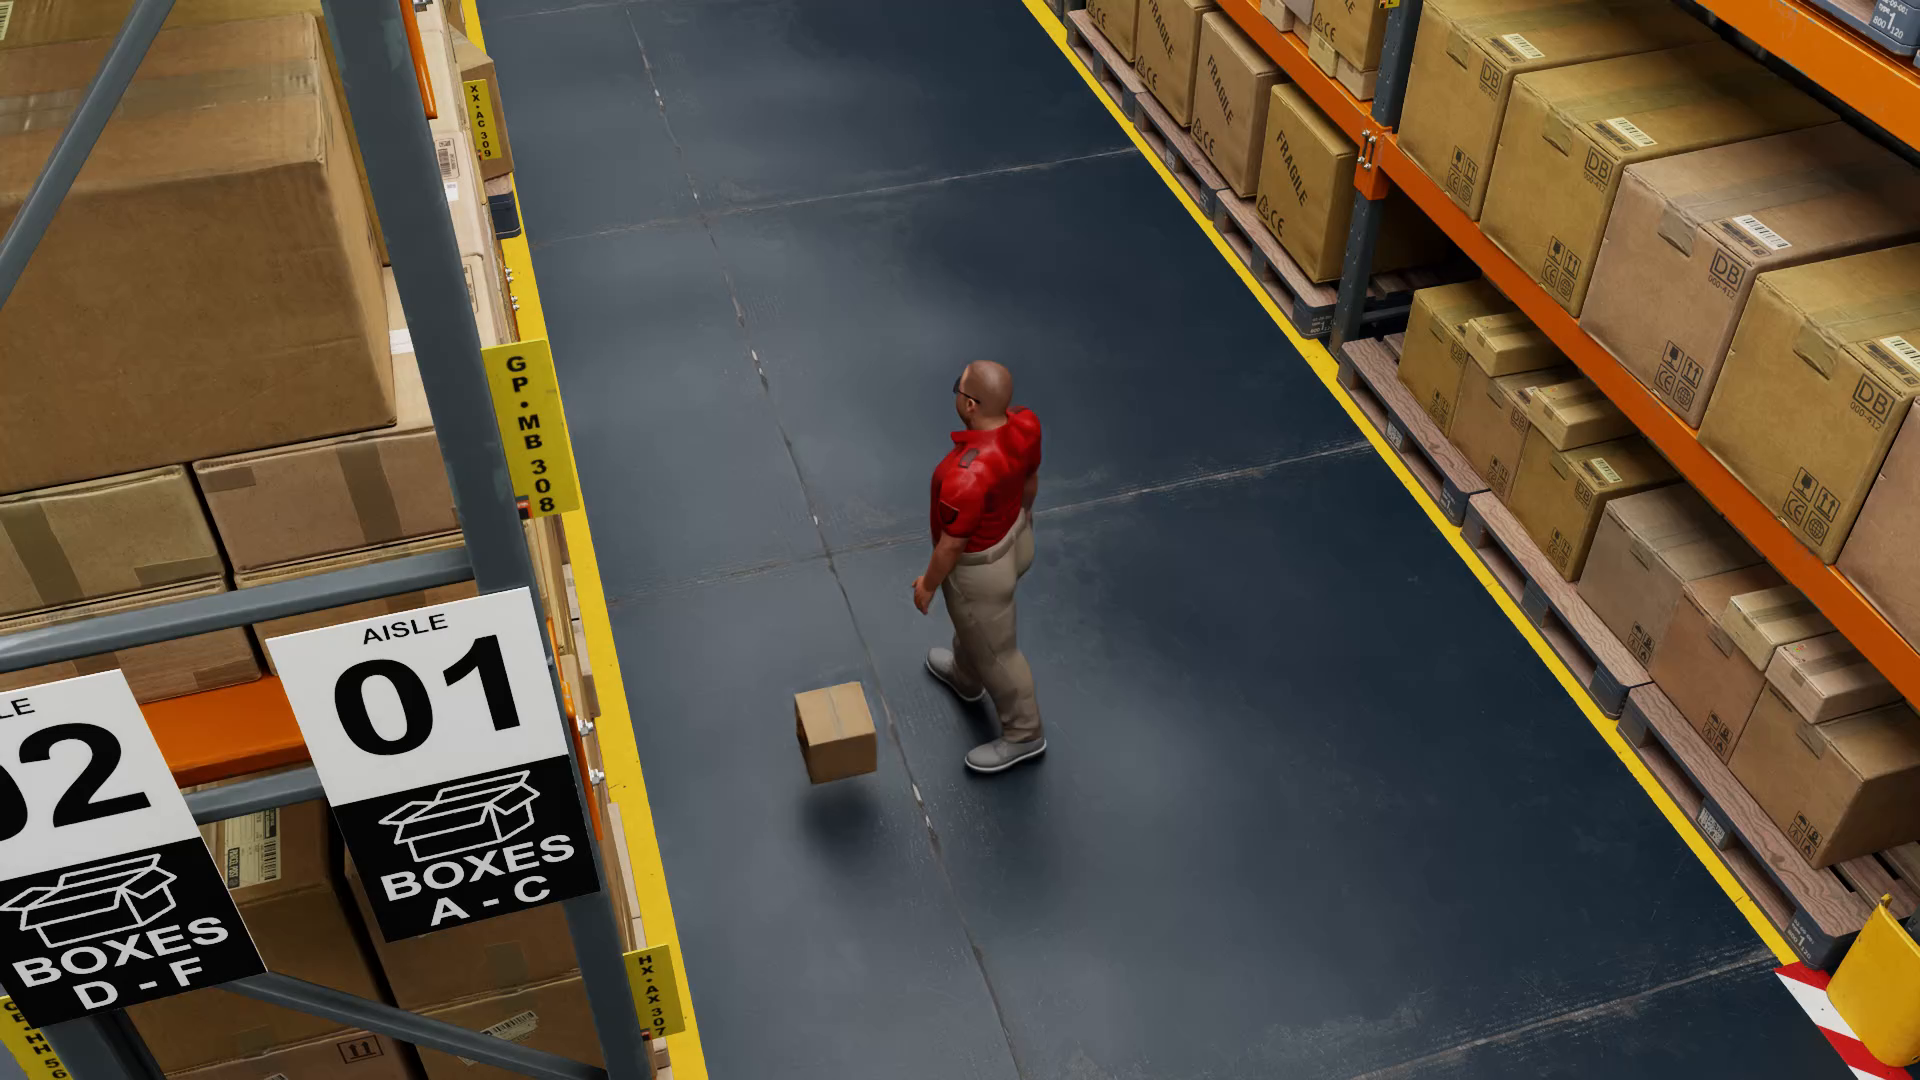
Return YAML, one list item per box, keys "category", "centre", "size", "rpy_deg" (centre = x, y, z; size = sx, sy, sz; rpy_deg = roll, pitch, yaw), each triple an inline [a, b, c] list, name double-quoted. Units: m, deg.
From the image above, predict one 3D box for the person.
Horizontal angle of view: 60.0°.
- category: "person"
  centre: [0.088, 0.045, 6.121]
  size: [0.656, 1.719, 0.652]
  rpy_deg: [19, 45, 20]
